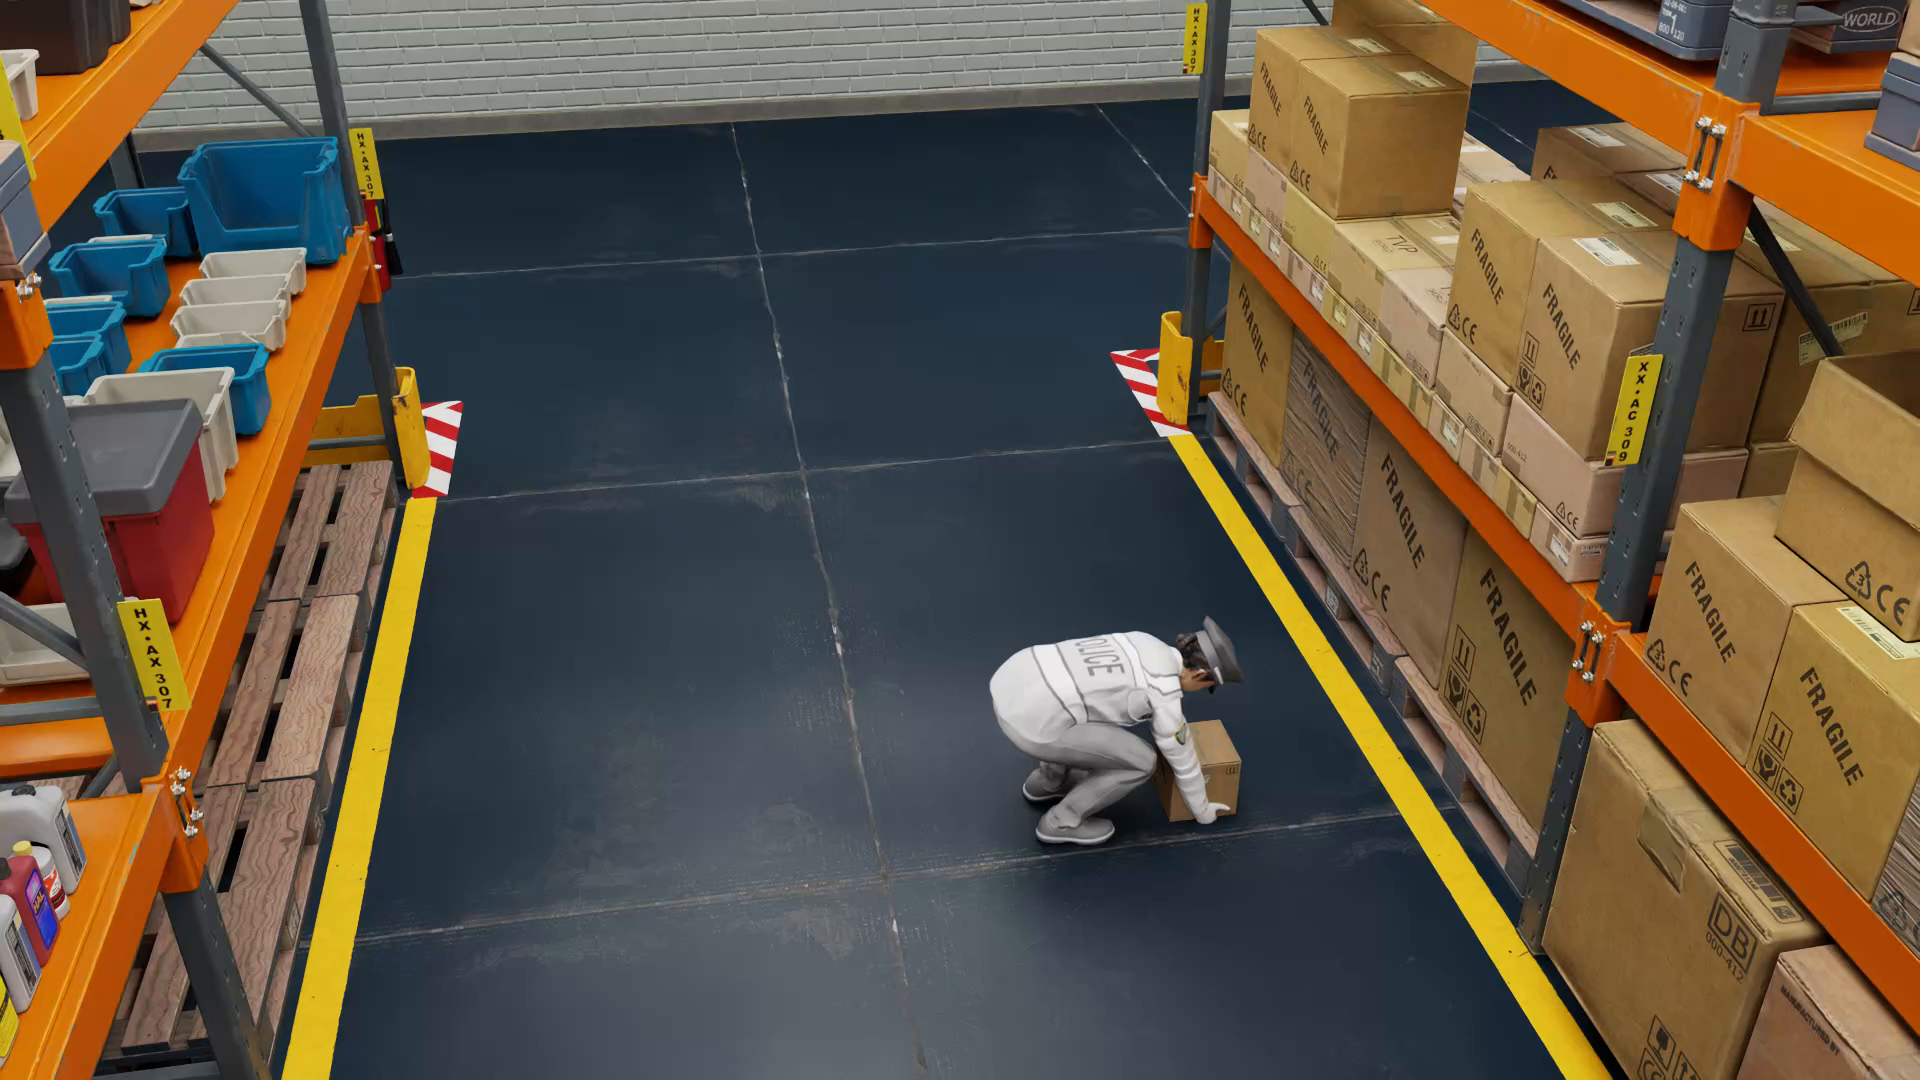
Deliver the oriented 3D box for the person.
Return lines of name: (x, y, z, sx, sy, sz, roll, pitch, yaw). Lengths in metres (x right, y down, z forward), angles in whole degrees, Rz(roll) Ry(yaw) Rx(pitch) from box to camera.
person: (0.562, 0.670, 5.922, 0.915, 0.760, 0.458, -6, 31, -10)
